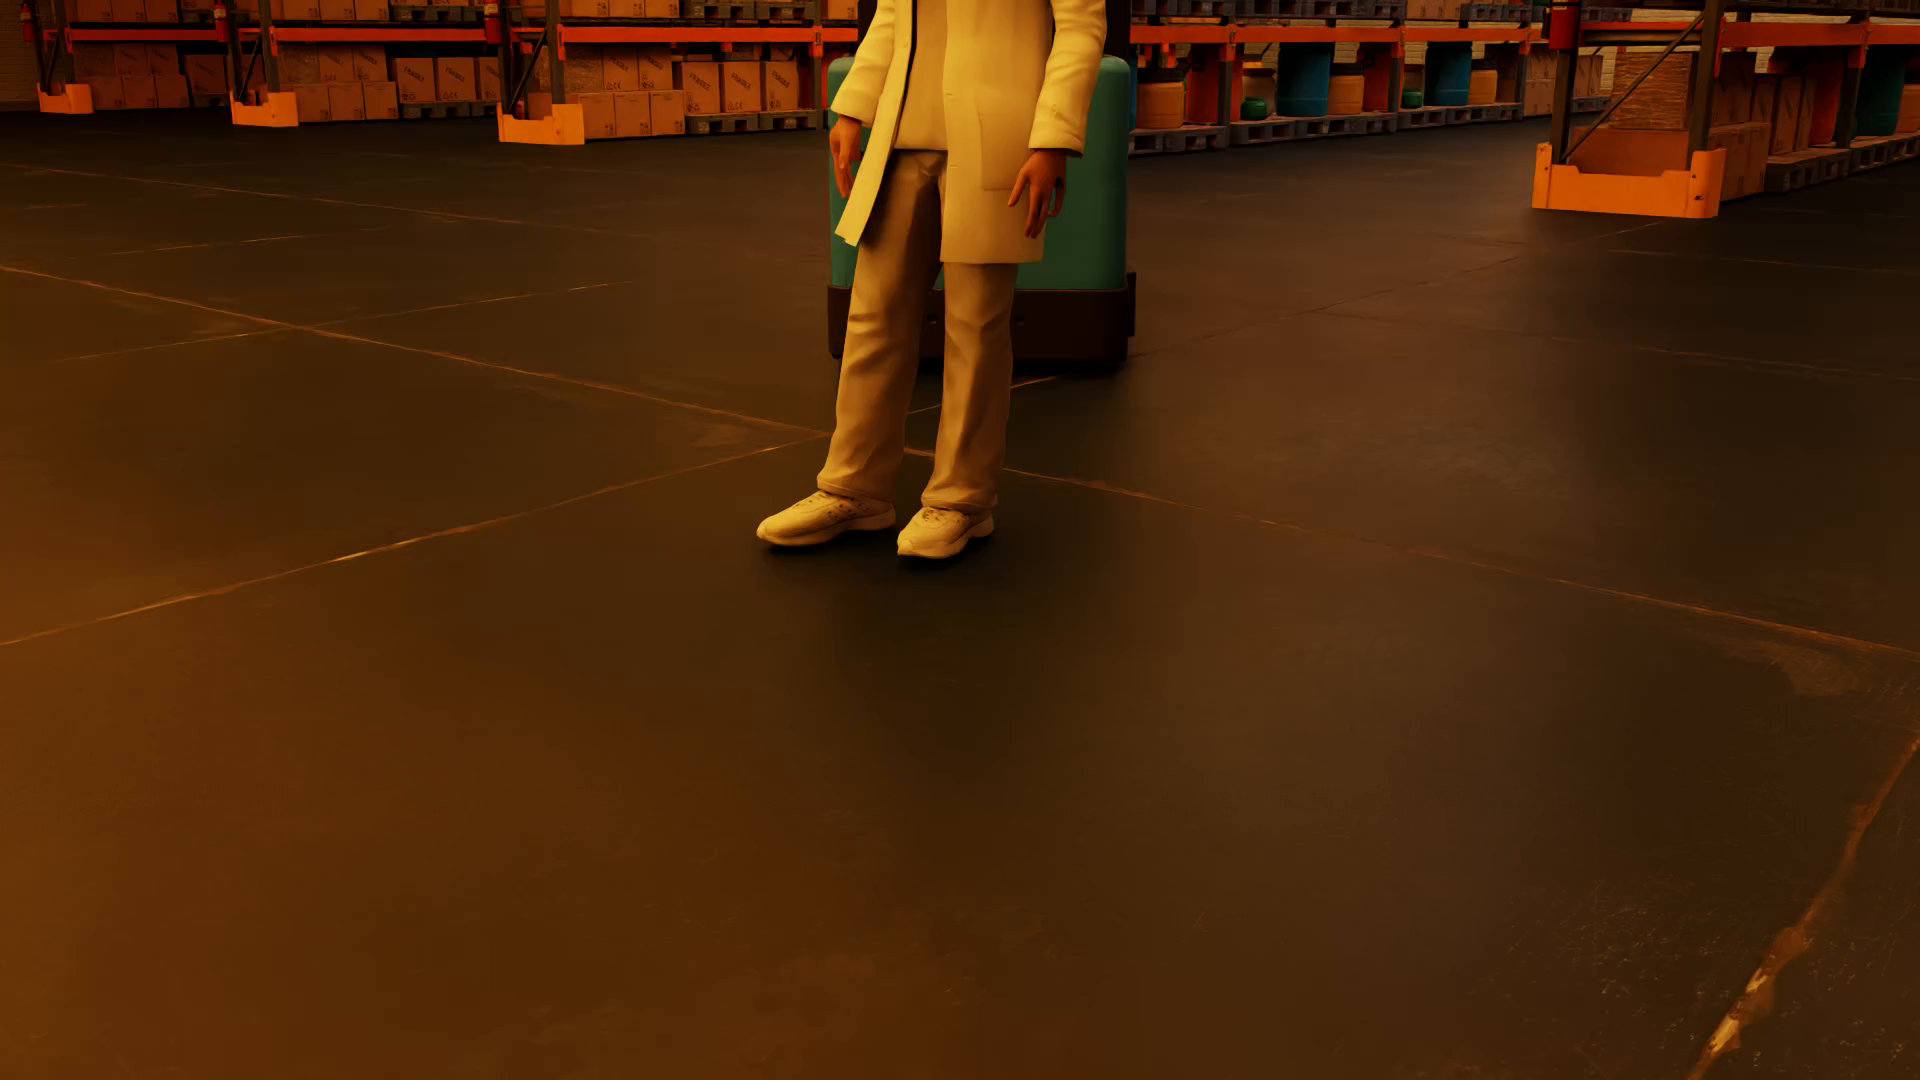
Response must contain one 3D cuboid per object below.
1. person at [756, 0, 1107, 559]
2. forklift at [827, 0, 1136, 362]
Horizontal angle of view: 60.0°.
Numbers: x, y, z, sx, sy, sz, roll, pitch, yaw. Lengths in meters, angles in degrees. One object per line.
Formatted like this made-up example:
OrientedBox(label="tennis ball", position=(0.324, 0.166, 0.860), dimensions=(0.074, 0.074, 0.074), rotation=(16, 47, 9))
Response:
OrientedBox(label="person", position=(-0.061, -0.838, 3.618), dimensions=(0.694, 1.775, 0.581), rotation=(13, 21, 37))
OrientedBox(label="forklift", position=(0.152, -2.399, 6.799), dimensions=(1.130, 2.935, 3.031), rotation=(1, 17, 4))
